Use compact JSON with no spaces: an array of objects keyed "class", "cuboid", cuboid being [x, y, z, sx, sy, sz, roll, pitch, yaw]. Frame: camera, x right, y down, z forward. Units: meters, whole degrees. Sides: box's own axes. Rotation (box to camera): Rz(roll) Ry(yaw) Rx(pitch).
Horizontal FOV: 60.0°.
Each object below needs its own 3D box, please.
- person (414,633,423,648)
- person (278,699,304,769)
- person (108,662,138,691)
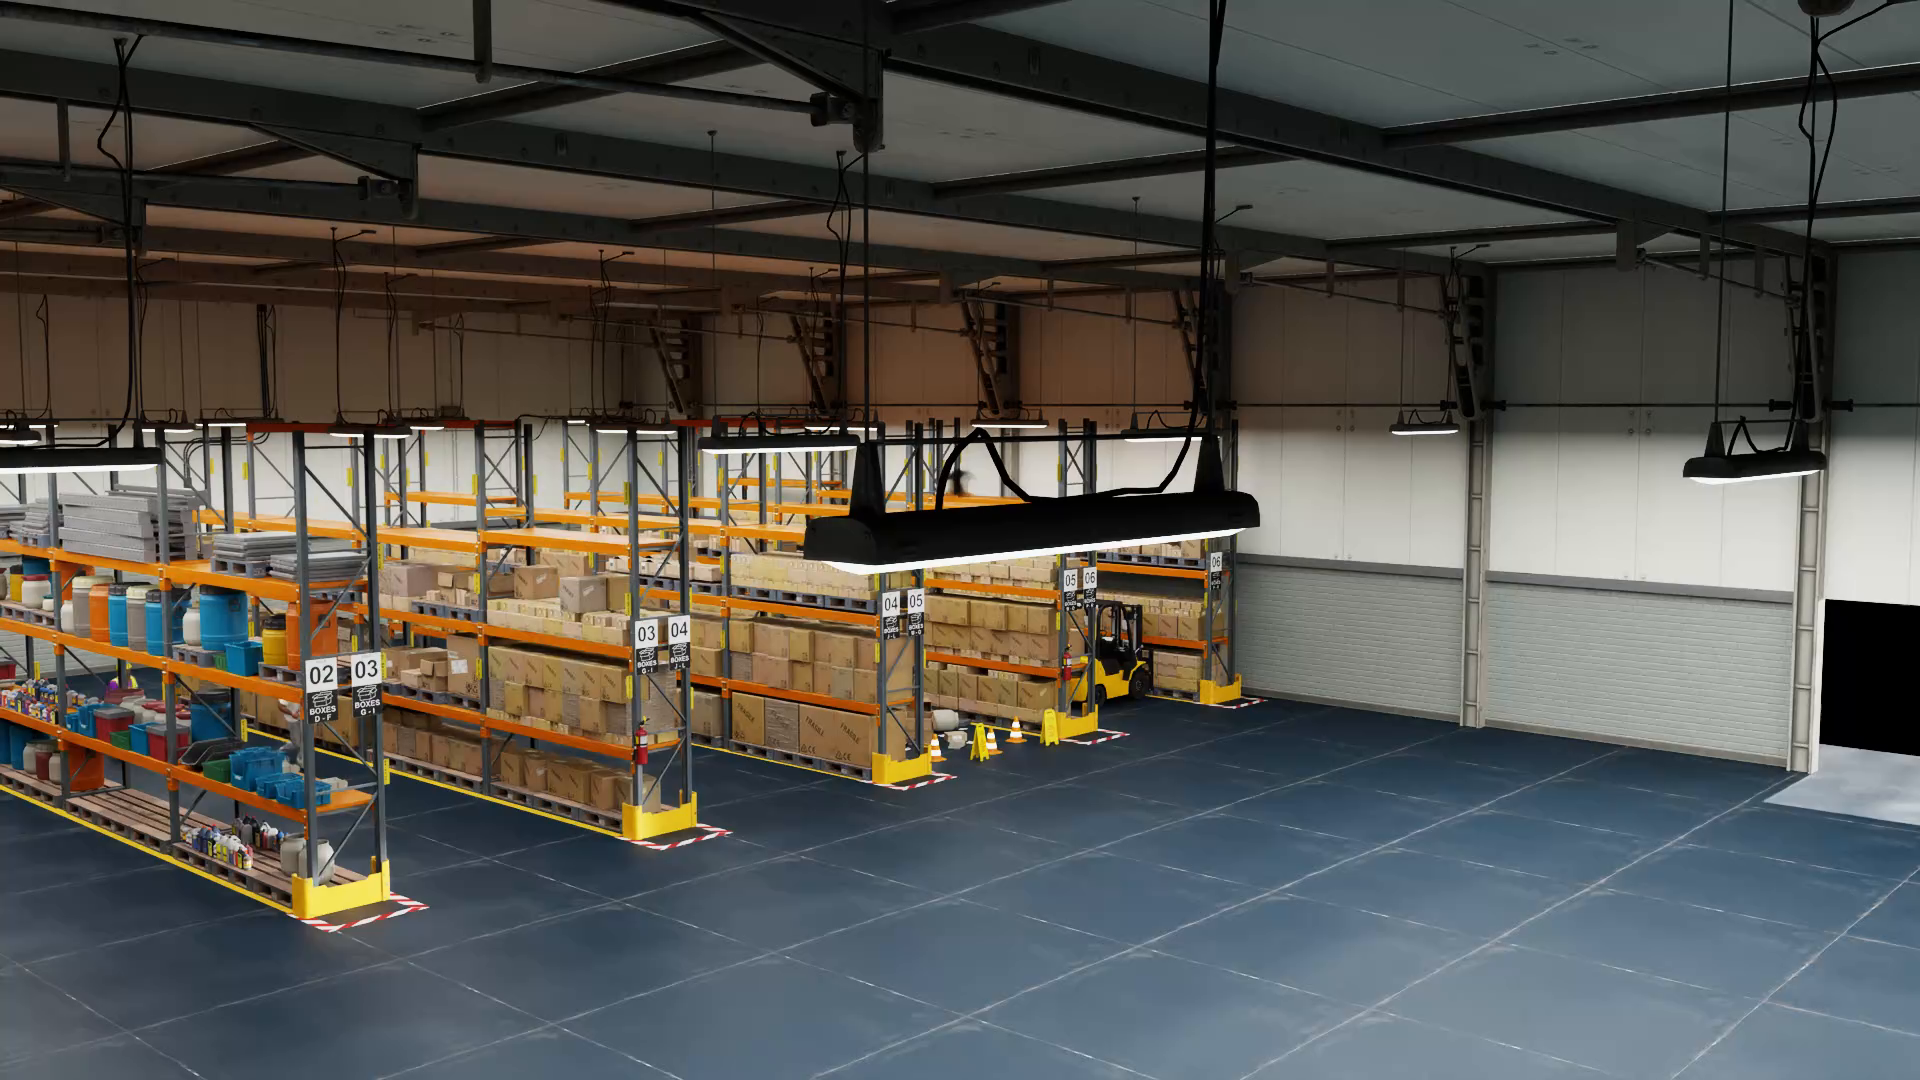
[{"class":"person","cuboid":[-13.875,2.065,42.547,0.573,1.612,0.757,0,5,-1]},{"class":"person","cuboid":[-11.571,3.123,28.945,0.766,1.714,0.697,3,6,34]},{"class":"person","cuboid":[-14.767,3.049,29.457,0.832,1.811,0.654,3,6,33]}]
